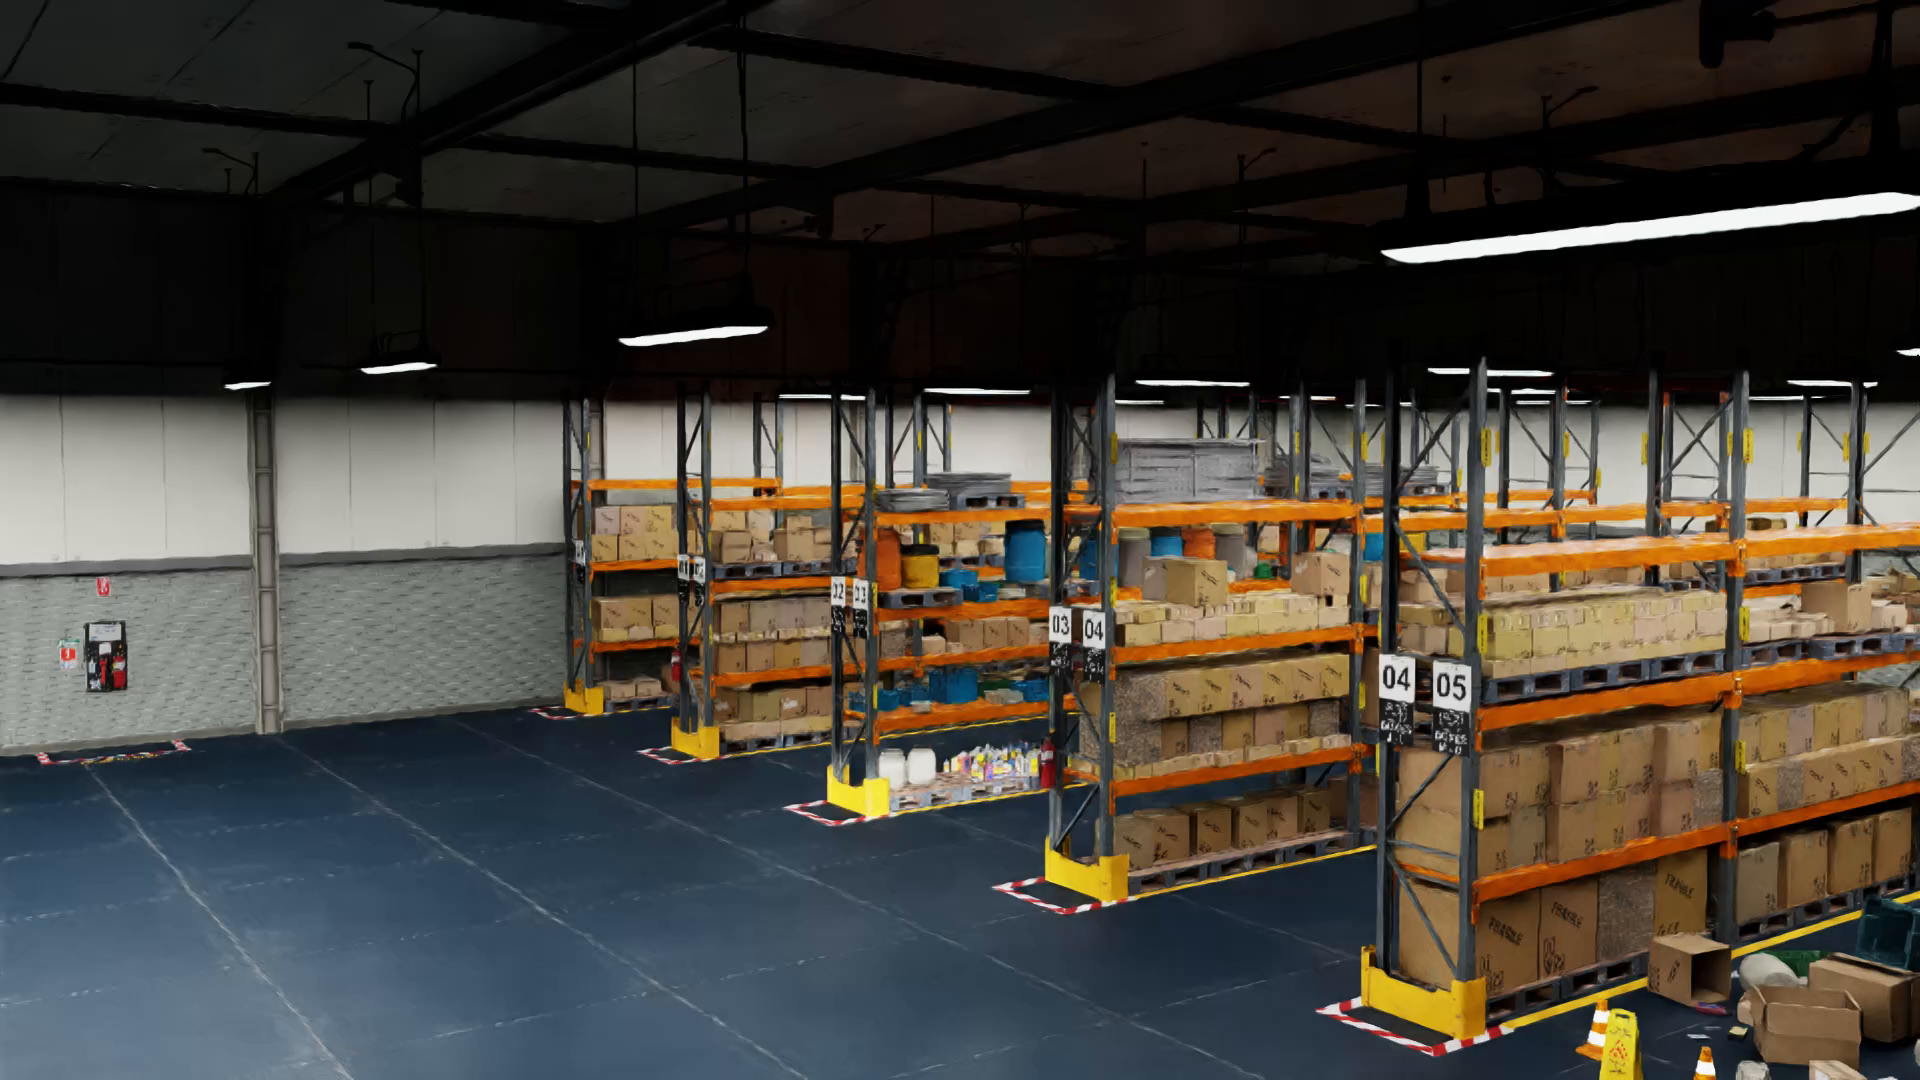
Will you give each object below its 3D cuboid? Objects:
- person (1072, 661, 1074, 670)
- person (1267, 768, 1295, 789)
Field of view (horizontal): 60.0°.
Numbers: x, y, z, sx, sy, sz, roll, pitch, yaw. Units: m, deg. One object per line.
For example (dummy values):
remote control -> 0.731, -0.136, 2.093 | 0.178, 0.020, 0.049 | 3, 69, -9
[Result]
person -> 2.099, 2.066, 35.492 | 1.075, 1.586, 0.497 | -3, 5, -37
person -> 4.436, 2.904, 22.647 | 0.526, 1.629, 0.592 | -3, 5, -36
